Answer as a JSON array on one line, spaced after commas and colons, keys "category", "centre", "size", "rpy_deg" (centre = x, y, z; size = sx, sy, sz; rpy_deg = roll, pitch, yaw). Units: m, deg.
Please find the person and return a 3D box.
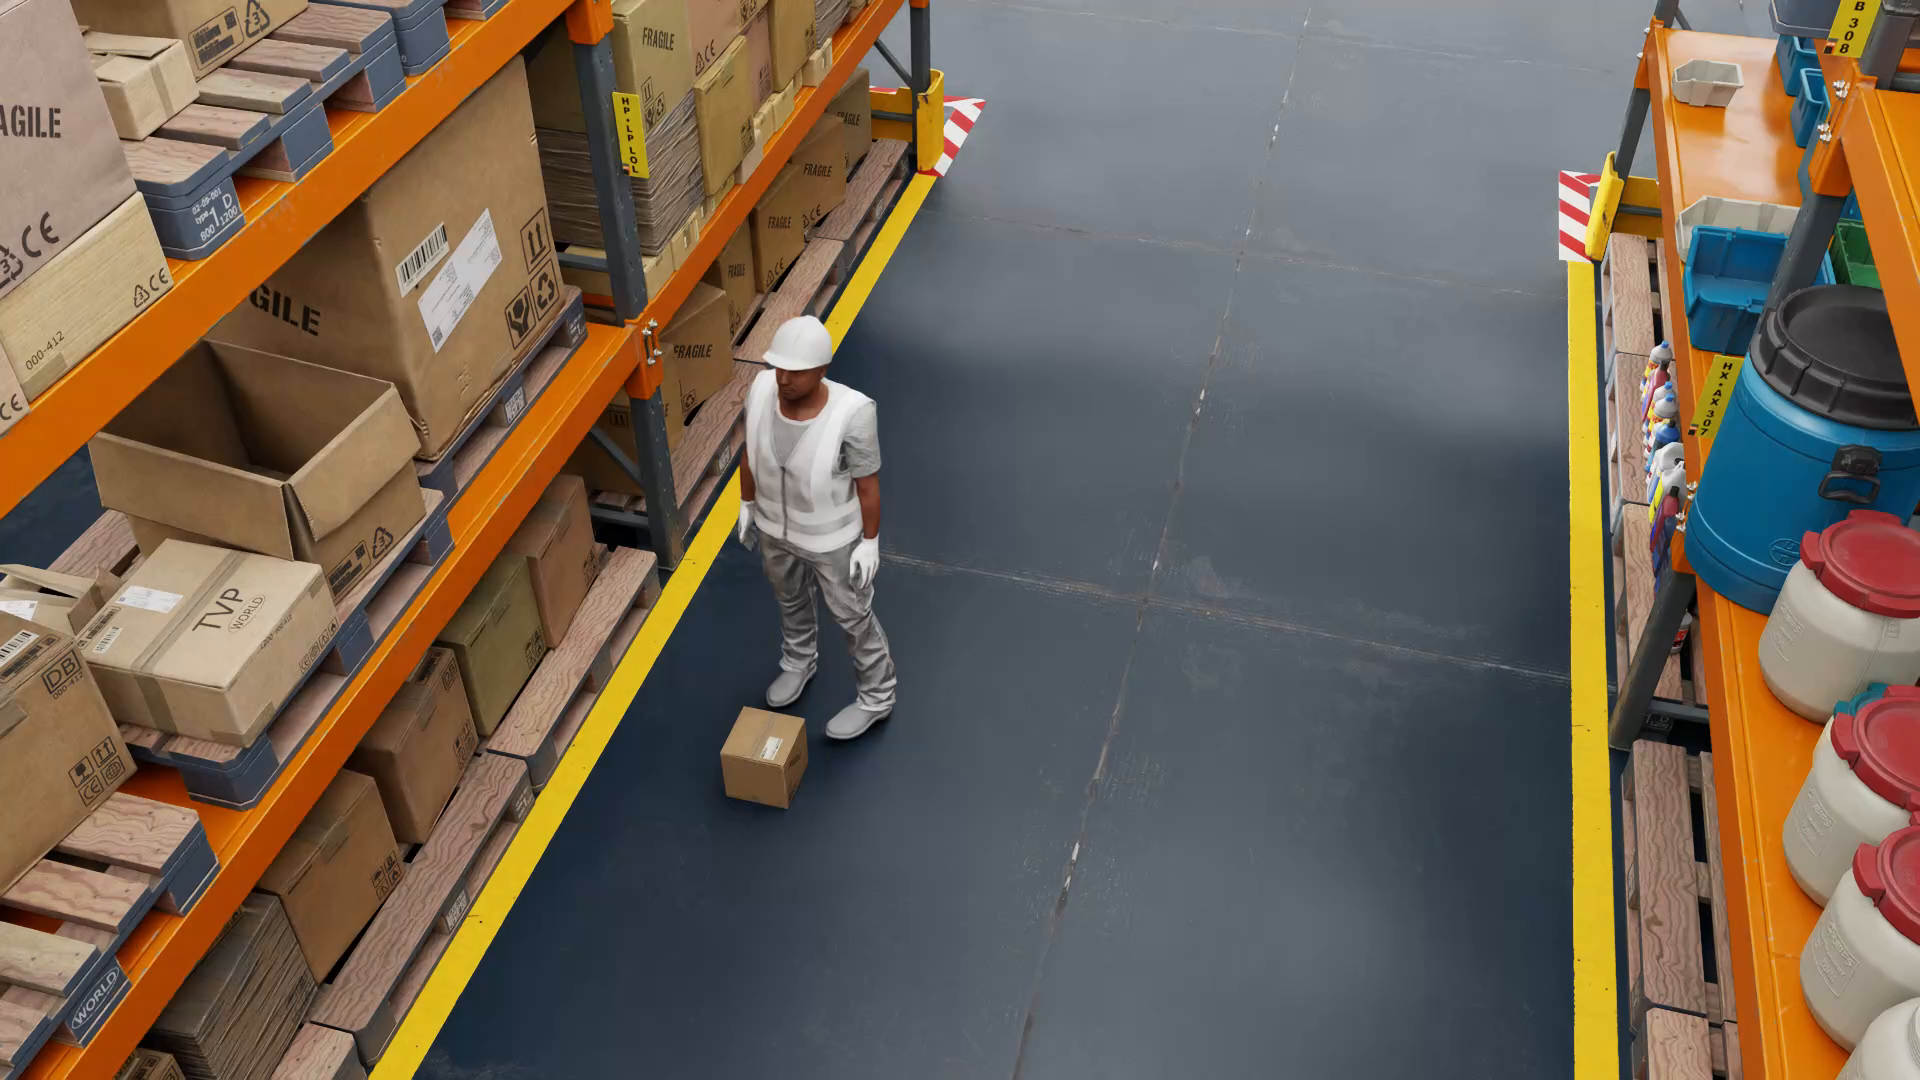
[{"category": "person", "centre": [-0.554, -0.037, 6.167], "size": [0.630, 1.786, 0.393], "rpy_deg": [20, 44, 22]}]
